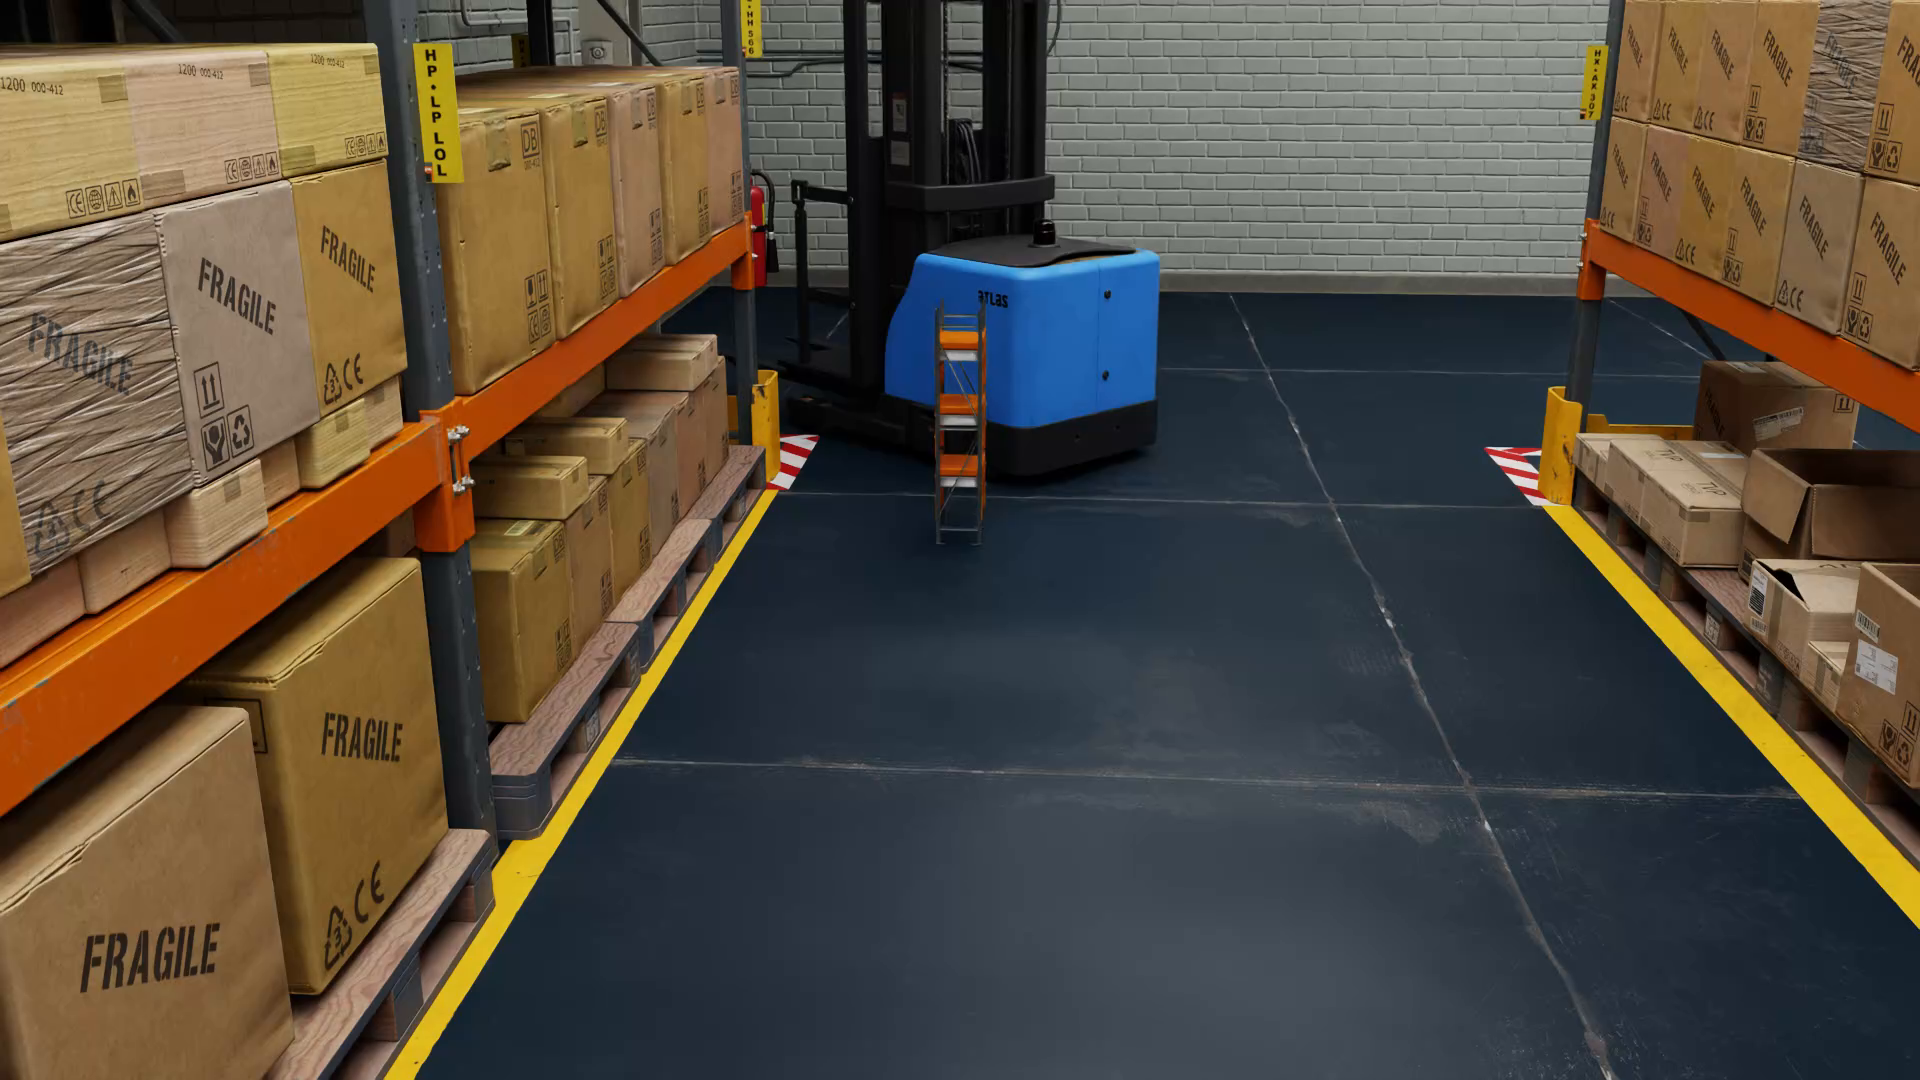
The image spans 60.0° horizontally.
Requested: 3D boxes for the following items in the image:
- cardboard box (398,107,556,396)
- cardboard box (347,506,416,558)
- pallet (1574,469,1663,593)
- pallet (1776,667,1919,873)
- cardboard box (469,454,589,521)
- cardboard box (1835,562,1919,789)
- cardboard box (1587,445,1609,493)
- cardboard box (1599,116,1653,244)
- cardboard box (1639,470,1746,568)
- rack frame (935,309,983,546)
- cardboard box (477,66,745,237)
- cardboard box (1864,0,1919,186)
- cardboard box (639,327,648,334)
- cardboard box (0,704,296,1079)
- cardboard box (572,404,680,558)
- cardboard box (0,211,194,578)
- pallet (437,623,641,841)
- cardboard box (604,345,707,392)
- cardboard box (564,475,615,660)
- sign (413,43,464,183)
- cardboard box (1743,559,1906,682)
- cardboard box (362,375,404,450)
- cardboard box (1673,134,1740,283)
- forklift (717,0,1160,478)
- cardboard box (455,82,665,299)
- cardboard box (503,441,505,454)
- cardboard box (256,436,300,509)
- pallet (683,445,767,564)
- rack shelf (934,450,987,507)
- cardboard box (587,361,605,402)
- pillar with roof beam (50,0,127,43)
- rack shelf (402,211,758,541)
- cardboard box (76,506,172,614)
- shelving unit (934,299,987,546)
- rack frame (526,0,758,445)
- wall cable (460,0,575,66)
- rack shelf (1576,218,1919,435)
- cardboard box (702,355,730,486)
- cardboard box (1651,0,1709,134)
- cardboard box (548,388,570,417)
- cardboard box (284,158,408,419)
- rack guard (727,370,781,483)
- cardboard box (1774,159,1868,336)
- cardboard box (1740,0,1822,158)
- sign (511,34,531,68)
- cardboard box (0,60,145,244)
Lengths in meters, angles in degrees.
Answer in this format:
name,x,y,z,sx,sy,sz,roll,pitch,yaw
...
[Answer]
name,x,y,z,sx,sy,sz,roll,pitch,yaw
cardboard box,-1.746,-0.833,4.667,0.980,0.700,0.700,2,18,5
cardboard box,-1.853,-0.032,5.001,0.380,0.149,0.250,1,18,4
pallet,3.366,-0.059,7.264,1.003,0.211,1.213,1,18,4
pallet,3.191,0.699,4.952,1.003,0.211,1.213,1,18,4
cardboard box,-1.438,-0.175,5.437,0.380,0.149,0.250,2,18,6
cardboard box,2.898,0.382,4.747,0.500,0.500,0.500,1,18,4
cardboard box,3.037,-0.318,7.420,0.380,0.166,0.250,1,18,4
cardboard box,3.132,-1.571,7.240,0.500,0.500,0.500,2,18,5
cardboard box,3.034,-0.085,6.574,0.500,0.250,0.500,1,18,4
rack frame,-0.005,-0.478,7.195,0.200,1.050,0.008,1,18,4
cardboard box,-1.541,-1.749,7.461,0.980,0.700,0.700,2,18,6
cardboard box,2.953,-1.258,4.678,0.500,0.500,0.500,1,18,3
cardboard box,-1.655,-0.908,7.677,0.380,0.149,0.250,1,18,4
cardboard box,-1.778,0.780,3.002,0.750,0.750,0.750,2,18,6
cardboard box,-1.536,-0.245,6.694,0.700,0.500,0.500,1,18,2
cardboard box,-1.654,-0.257,2.721,0.500,0.500,0.500,1,18,4
pallet,-1.668,0.568,5.350,1.003,0.211,1.213,1,18,4
cardboard box,-1.309,-0.742,7.168,0.380,0.149,0.250,2,18,5
cardboard box,-1.606,0.080,5.702,0.700,0.500,0.500,1,18,3
sign,-1.259,-1.026,4.005,0.100,0.325,0.005,1,18,4
cardboard box,2.952,0.239,5.487,0.500,0.311,0.500,1,18,4
cardboard box,-1.543,-0.301,3.897,0.380,0.149,0.250,1,18,4
cardboard box,3.062,-1.255,6.275,0.500,0.500,0.500,1,18,4
forklift,-0.322,-2.084,9.075,1.130,2.935,3.031,-16,24,-40
cardboard box,-1.645,-1.286,6.049,0.980,0.700,0.700,0,18,1
cardboard box,-1.780,-0.356,5.990,0.380,0.149,0.250,1,18,4
cardboard box,-1.601,-0.143,3.414,0.380,0.149,0.250,2,18,6
pallet,-1.493,-0.190,7.663,1.003,0.211,1.213,1,18,4
rack shelf,0.004,-0.241,7.400,0.215,0.259,0.240,1,18,4
cardboard box,-1.709,-0.673,6.959,0.380,0.149,0.250,1,18,4
pillar with roof beam,1.681,-3.514,3.696,9.100,9.000,0.400,1,18,4
rack shelf,-1.657,-0.802,6.208,1.077,0.370,4.000,1,18,4
cardboard box,-1.645,0.015,2.932,0.380,0.149,0.250,1,18,4
shelving unit,0.004,-0.516,7.310,0.215,1.050,0.252,1,18,4
rack frame,-1.514,-1.765,7.992,1.000,3.000,0.127,1,18,4
wall cable,-2.366,-2.666,9.112,0.084,1.984,1.851,1,18,4
rack shelf,3.284,-0.692,5.874,1.077,0.370,4.000,1,18,4
cardboard box,-1.464,-0.557,7.645,0.700,0.500,0.500,1,18,4
cardboard box,3.103,-1.884,6.588,0.500,0.500,0.500,1,18,4
cardboard box,-1.744,-0.515,6.475,0.380,0.149,0.250,1,18,4
cardboard box,-1.582,-0.572,3.681,0.500,0.500,0.500,1,18,3
rack guard,-1.512,-0.584,8.404,1.175,0.500,0.348,1,18,4
cardboard box,2.991,-0.941,5.318,0.500,0.500,0.500,2,18,5
cardboard box,3.026,-1.571,5.633,0.500,0.500,0.500,1,18,3
sign,-2.067,-2.228,7.888,0.100,0.325,0.005,1,18,4
cardboard box,-1.662,-0.610,2.591,0.500,0.250,0.500,2,18,5
